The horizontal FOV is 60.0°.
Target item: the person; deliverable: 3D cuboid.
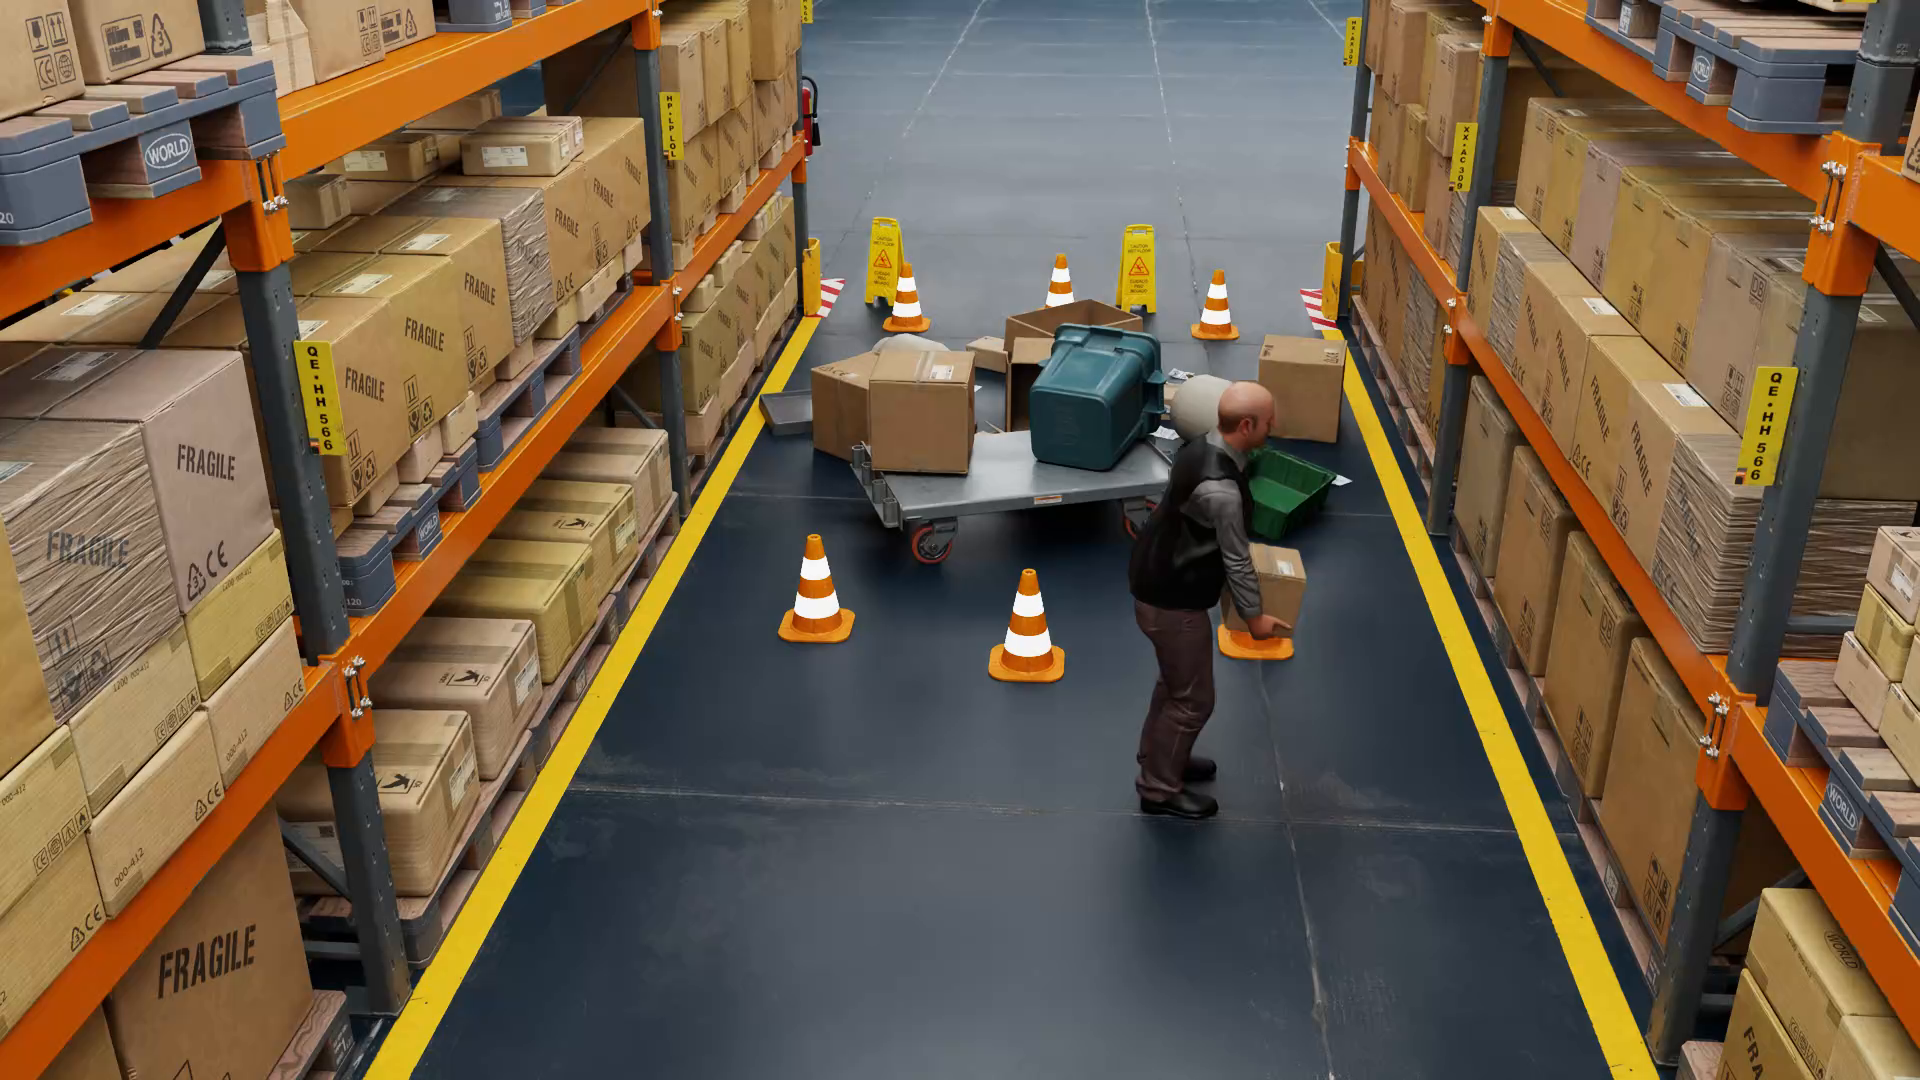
[{"bbox_3d":[0.921,0.216,6.201,0.592,1.692,0.479,1,24,3],"label":"person"}]
